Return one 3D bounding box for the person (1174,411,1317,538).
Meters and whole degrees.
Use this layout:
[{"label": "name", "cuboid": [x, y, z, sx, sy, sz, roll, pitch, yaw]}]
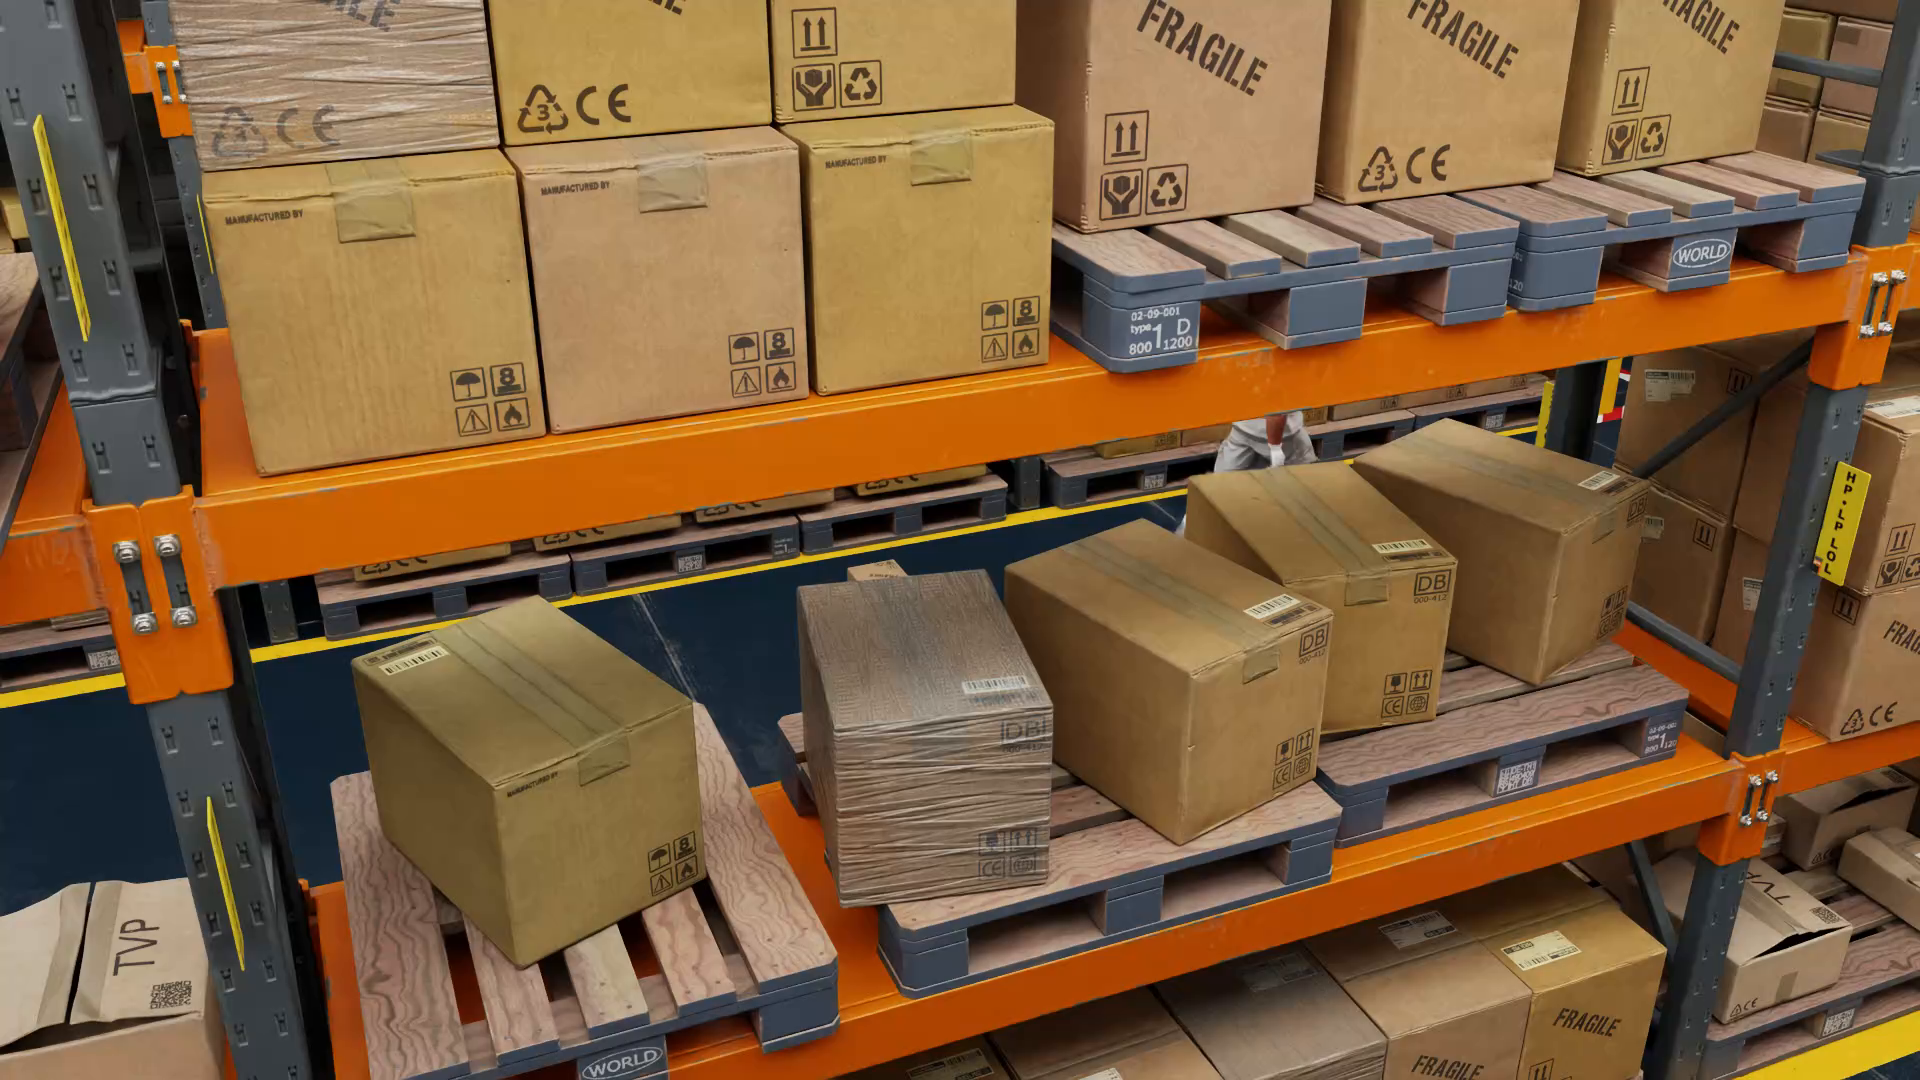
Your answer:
[{"label": "person", "cuboid": [1.521, -0.578, 8.303, 1.078, 1.742, 0.585, -15, 30, -28]}]
